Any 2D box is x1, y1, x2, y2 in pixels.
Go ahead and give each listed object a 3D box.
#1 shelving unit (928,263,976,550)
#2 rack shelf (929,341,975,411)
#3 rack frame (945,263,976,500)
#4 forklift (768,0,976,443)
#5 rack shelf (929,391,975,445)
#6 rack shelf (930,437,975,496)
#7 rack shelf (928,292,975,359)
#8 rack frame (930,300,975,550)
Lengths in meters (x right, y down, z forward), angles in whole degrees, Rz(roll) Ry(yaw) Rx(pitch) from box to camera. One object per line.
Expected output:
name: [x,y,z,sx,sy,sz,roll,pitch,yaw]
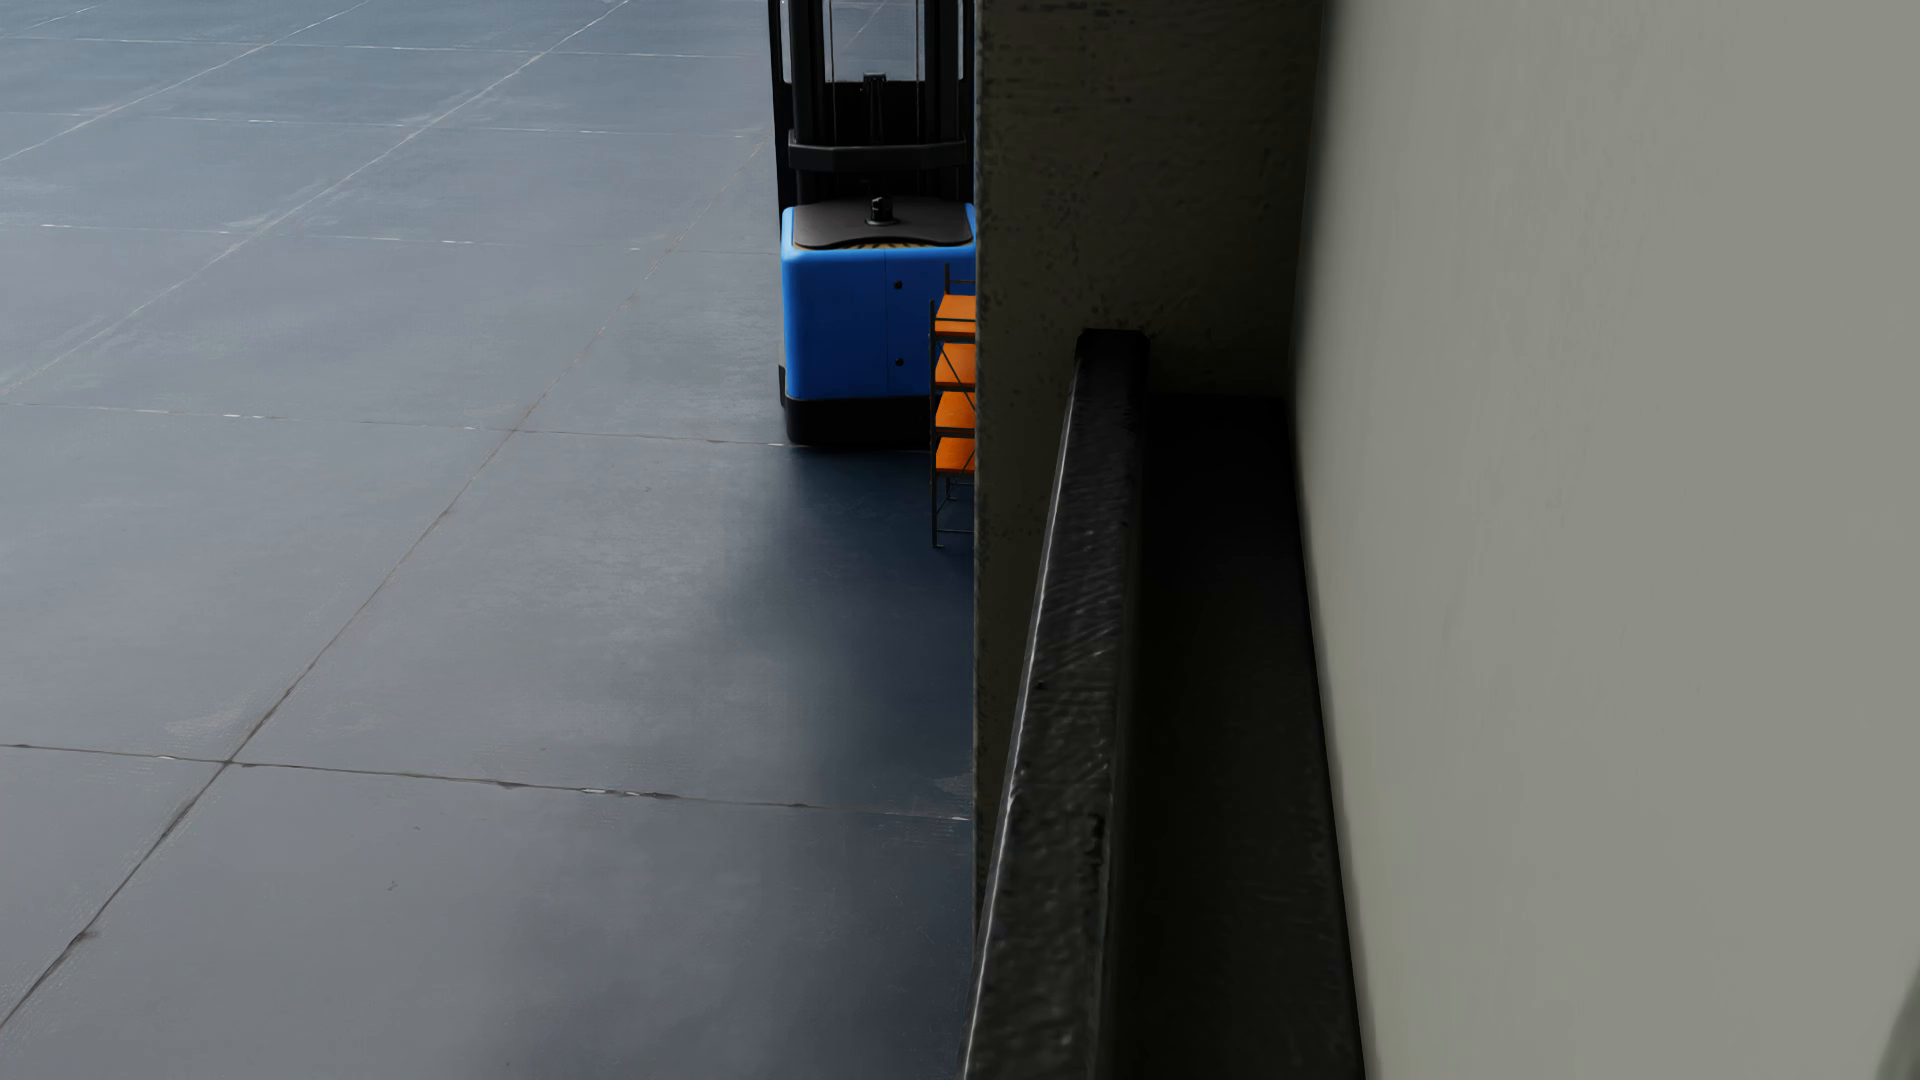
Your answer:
shelving unit: [0.020,-0.606,7.610,0.258,1.200,0.503,3,28,6]
rack shelf: [0.020,-0.744,7.536,0.258,0.148,0.480,3,28,6]
rack frame: [0.050,-0.721,7.823,0.240,1.200,0.015,3,28,6]
forklift: [-0.486,-2.454,9.215,1.130,2.935,3.031,-2,28,-4]
rack shelf: [0.020,-0.547,7.642,0.258,0.148,0.480,3,28,6]
rack shelf: [0.020,-0.372,7.736,0.258,0.148,0.480,3,28,6]
rack shelf: [0.020,-0.952,7.424,0.258,0.148,0.480,3,28,6]
rack frame: [-0.010,-0.491,7.397,0.240,1.200,0.015,3,28,6]
